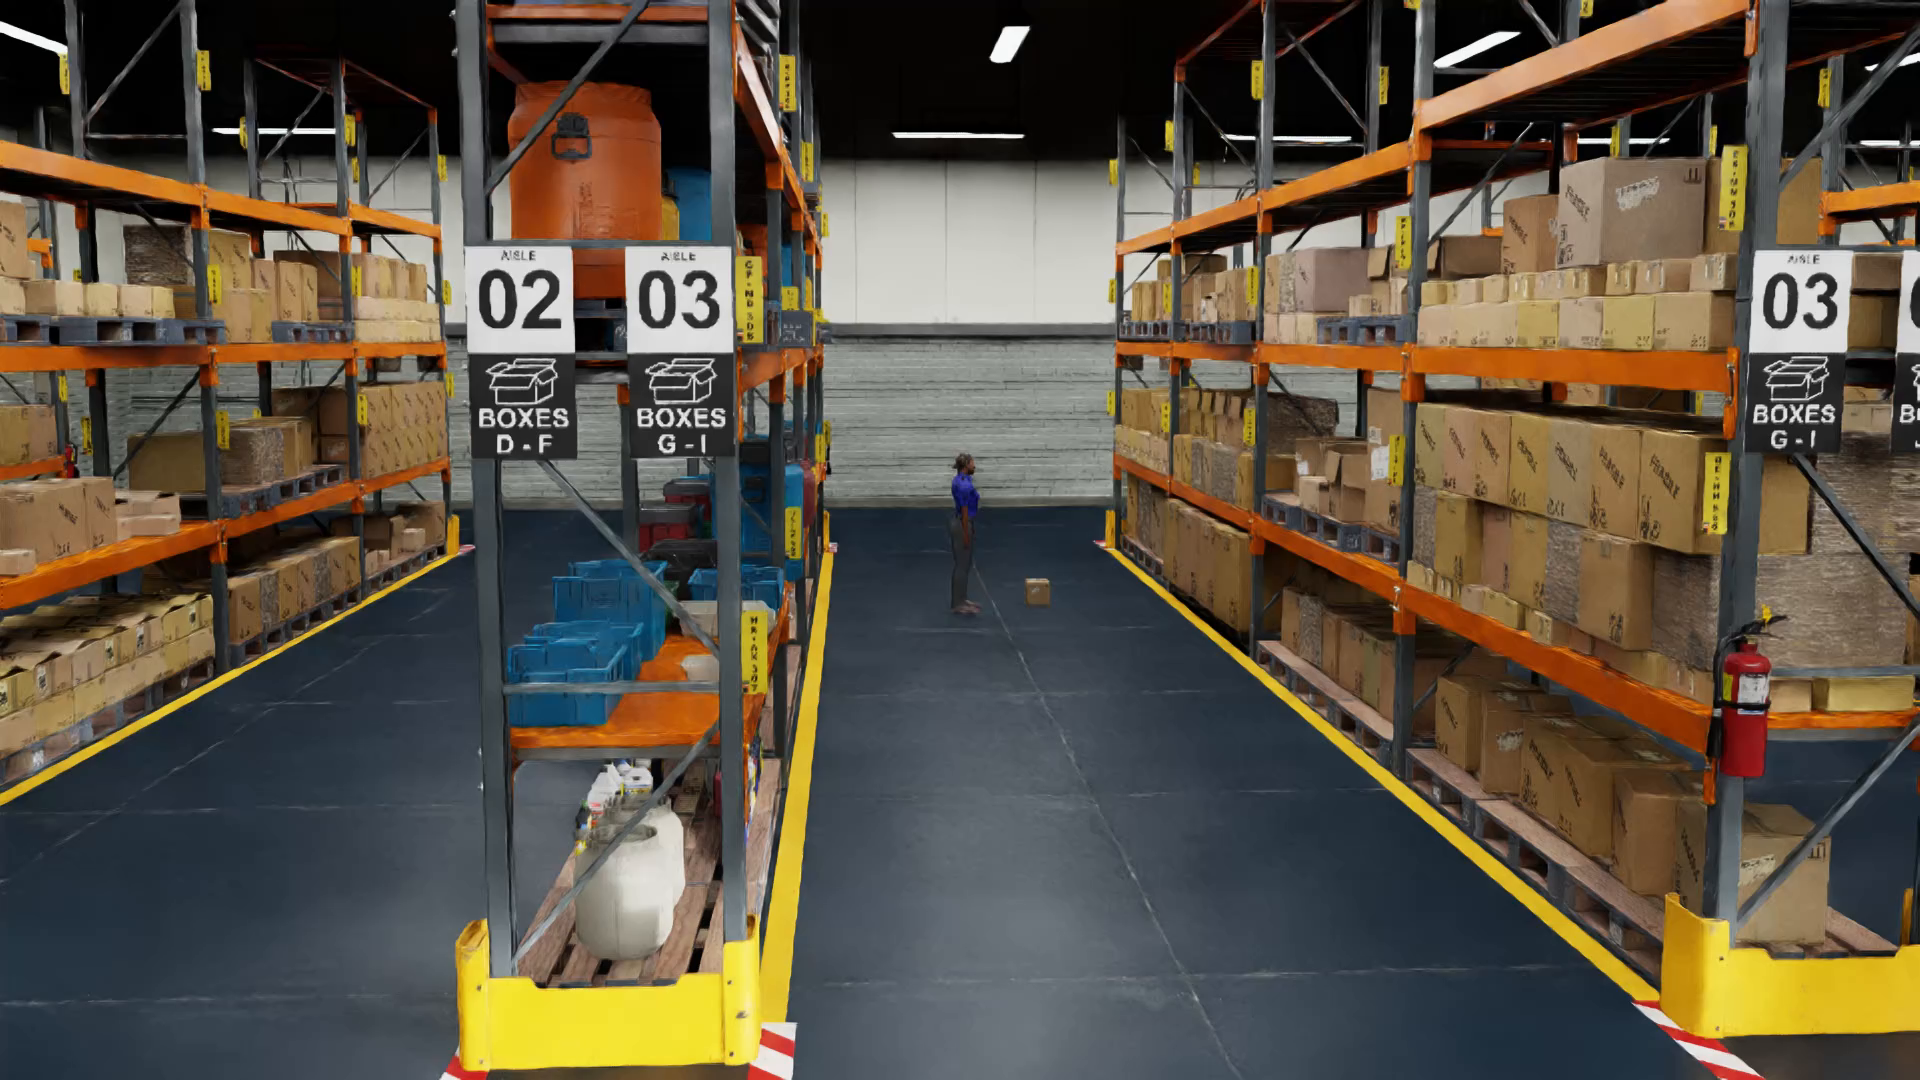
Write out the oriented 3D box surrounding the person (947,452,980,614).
[{"bbox_3d":[0.052,-0.087,17.306,0.349,1.664,0.493,-1,7,-7],"label":"person"}]
